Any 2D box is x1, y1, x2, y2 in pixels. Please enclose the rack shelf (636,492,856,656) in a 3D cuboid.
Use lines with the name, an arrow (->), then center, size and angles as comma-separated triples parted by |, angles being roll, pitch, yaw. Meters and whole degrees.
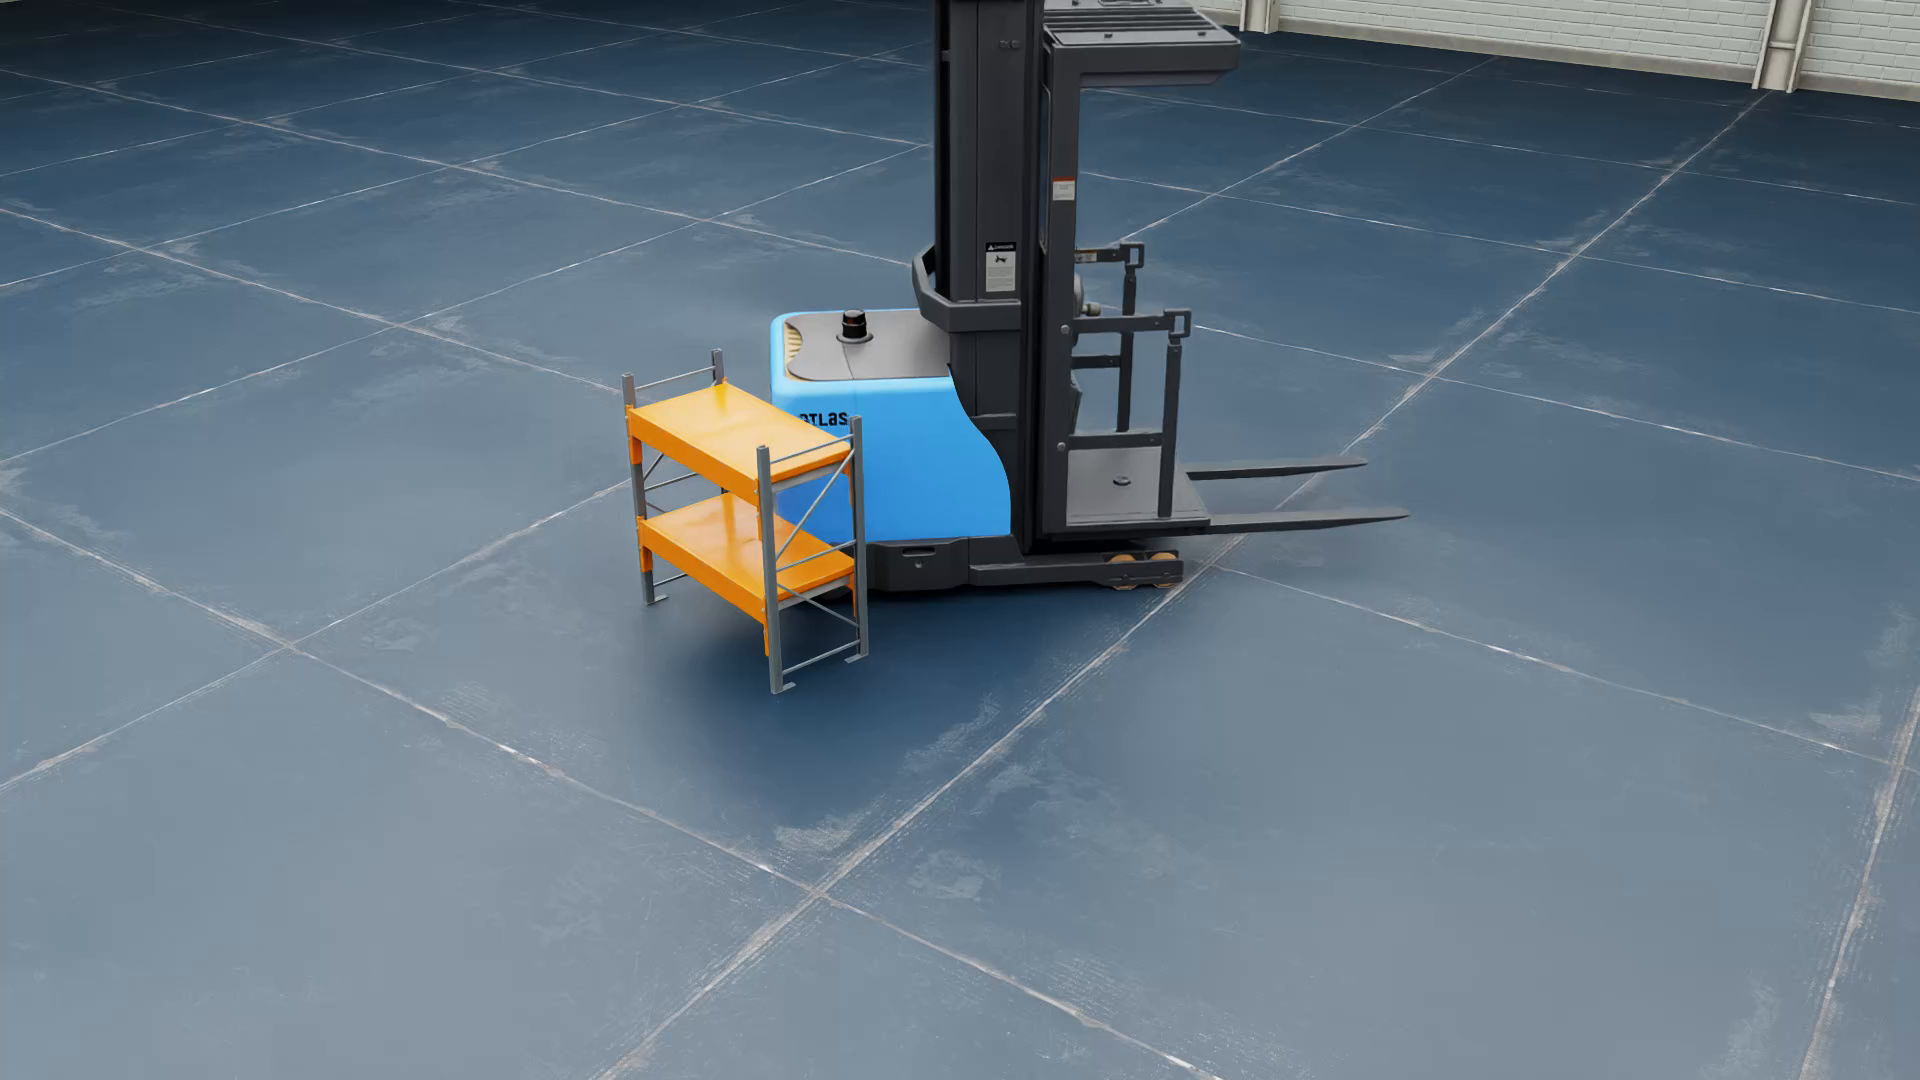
rack shelf -> -0.929, 0.113, 7.326 | 0.538, 0.278, 1.000 | -21, 34, -36

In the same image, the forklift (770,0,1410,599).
forklift -> 0.627, -1.306, 7.584 | 3.031, 2.935, 1.130 | -3, 27, -5

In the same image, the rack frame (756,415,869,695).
rack frame -> -0.597, 0.070, 6.873 | 0.500, 1.125, 0.032 | -21, 34, -36

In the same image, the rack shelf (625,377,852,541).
rack shelf -> -0.929, -0.365, 7.083 | 0.538, 0.278, 1.000 | -21, 34, -36

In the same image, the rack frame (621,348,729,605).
rack frame -> -1.262, -0.279, 7.558 | 0.500, 1.125, 0.032 | -21, 34, -36

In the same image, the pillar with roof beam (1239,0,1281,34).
pillar with roof beam -> 1.291, -8.755, 15.531 | 0.400, 9.000, 9.100 | 17, 32, 30

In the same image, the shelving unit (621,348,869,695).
shelving unit -> -0.929, -0.105, 7.215 | 0.538, 1.125, 1.048 | -21, 34, -36

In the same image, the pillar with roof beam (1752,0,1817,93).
pillar with roof beam -> 6.236, -7.214, 12.504 | 0.400, 9.000, 9.100 | 17, 32, 30
